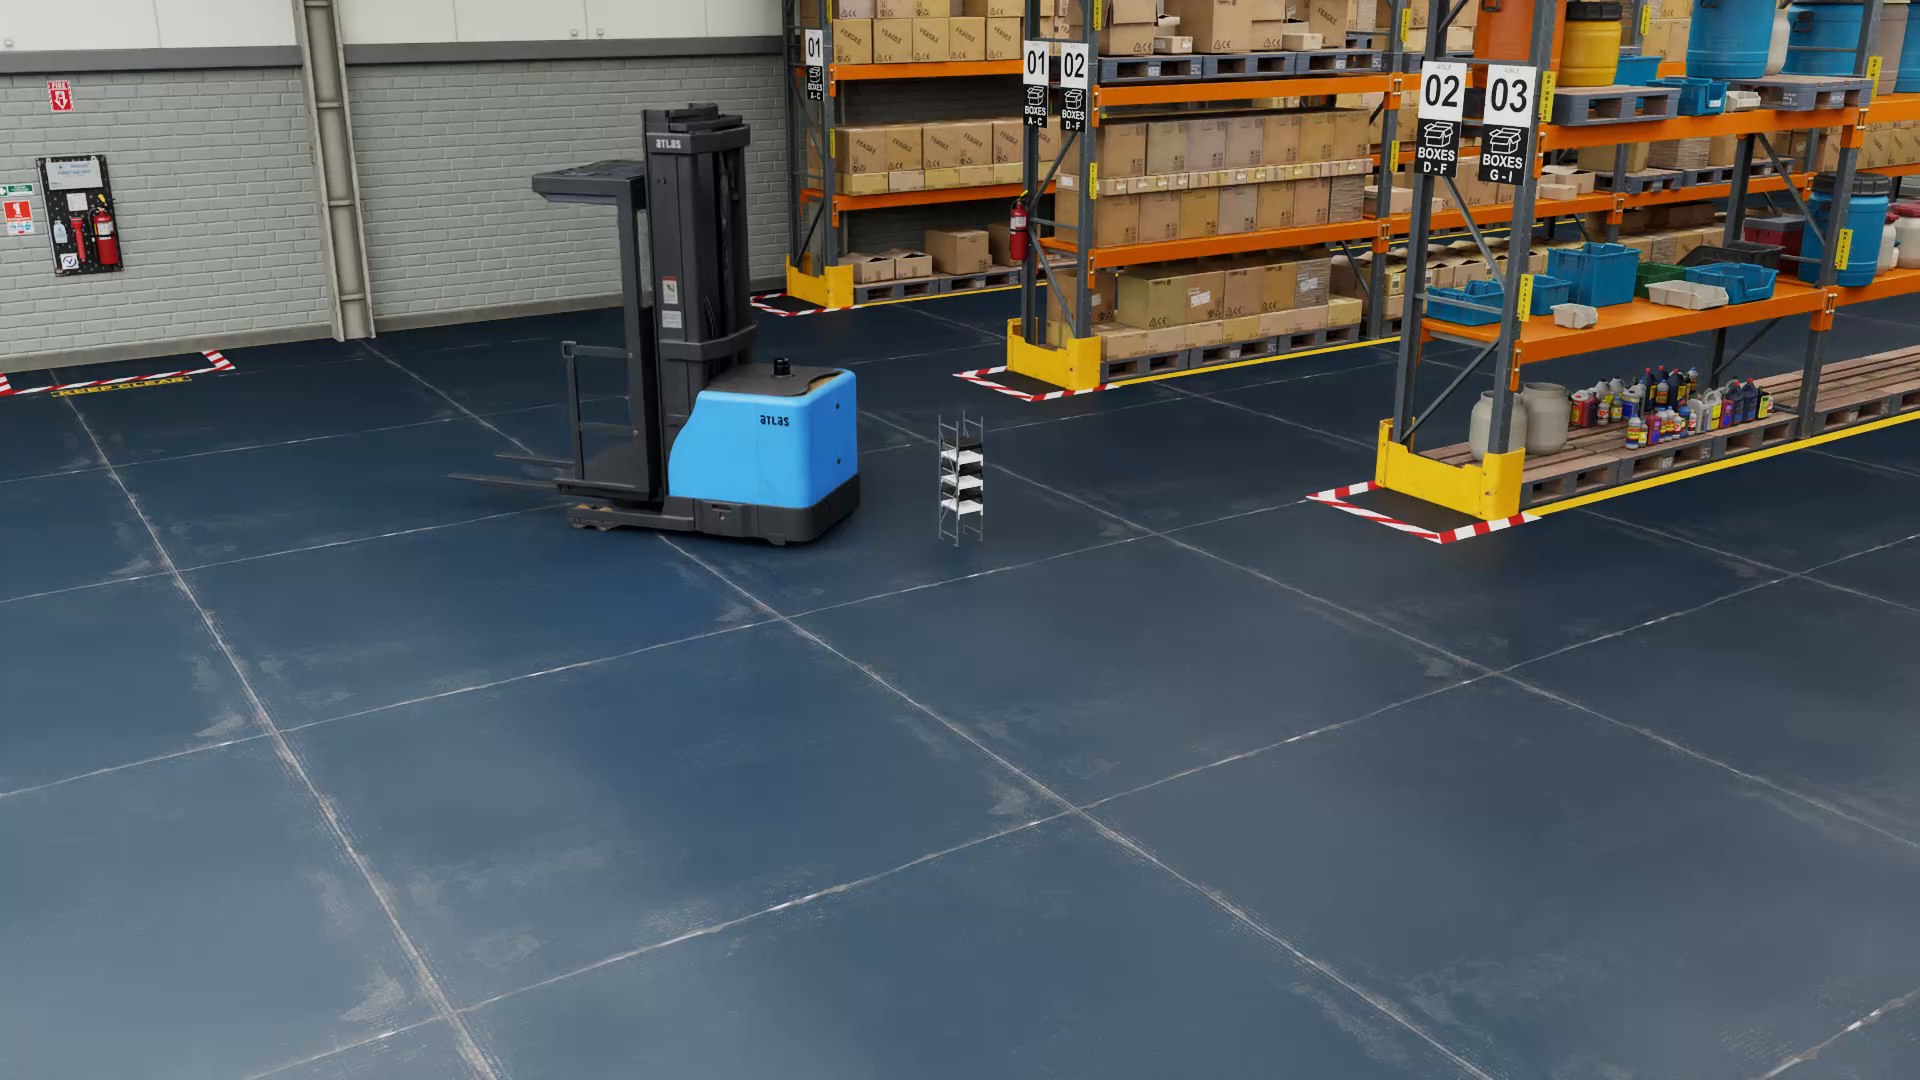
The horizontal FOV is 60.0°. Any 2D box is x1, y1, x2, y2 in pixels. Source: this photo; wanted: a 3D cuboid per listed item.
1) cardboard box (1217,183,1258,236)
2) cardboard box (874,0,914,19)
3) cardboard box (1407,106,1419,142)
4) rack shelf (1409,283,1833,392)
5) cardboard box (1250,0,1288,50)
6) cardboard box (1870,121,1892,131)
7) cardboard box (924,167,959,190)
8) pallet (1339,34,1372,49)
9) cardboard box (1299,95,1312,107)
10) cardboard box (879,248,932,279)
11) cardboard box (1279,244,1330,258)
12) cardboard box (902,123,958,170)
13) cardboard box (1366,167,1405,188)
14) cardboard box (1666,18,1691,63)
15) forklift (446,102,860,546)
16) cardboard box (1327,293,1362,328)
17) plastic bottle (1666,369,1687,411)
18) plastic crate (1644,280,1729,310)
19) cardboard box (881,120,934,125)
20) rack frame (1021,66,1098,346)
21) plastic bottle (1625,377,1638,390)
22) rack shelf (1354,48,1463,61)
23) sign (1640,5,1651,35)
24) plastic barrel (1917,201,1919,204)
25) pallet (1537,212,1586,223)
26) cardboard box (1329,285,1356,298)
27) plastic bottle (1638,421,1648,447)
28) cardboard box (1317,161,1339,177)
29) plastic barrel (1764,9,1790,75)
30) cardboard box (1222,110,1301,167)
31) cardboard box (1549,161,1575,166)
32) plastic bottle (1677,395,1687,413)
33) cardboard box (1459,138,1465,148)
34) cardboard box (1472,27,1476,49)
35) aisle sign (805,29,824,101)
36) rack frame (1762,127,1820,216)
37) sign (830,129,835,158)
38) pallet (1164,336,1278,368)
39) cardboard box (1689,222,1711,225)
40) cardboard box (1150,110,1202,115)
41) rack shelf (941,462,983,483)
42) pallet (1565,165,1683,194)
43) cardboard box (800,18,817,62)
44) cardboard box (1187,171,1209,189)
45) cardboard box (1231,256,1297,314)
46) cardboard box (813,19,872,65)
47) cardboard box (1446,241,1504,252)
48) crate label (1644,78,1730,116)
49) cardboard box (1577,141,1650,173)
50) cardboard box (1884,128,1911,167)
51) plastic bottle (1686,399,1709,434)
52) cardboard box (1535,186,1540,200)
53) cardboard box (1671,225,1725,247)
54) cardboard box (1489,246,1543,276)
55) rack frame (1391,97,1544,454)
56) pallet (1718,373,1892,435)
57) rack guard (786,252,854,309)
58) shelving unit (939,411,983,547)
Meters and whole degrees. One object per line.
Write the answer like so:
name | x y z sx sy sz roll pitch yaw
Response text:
cardboard box | 2.626 -3.439 17.077 0.500 0.500 0.700 -11 22 -30
cardboard box | -0.888 -6.393 19.539 0.500 0.500 0.500 -12 22 -32
cardboard box | 6.726 -6.258 24.921 0.500 0.500 0.500 -11 22 -30
rack shelf | 5.329 -1.725 13.287 4.000 0.370 1.077 -12 22 -31
cardboard box | 2.834 -5.223 16.790 0.637 0.503 0.797 -9 21 -25
cardboard box | 12.368 -5.863 22.687 0.500 0.500 0.500 -13 22 -33
cardboard box | -0.353 -4.486 20.535 0.500 0.250 0.500 -12 22 -32
pallet | 5.400 -7.232 24.064 1.003 0.211 1.213 -11 21 -29
cardboard box | 5.128 -6.475 24.391 0.500 0.250 0.500 -11 22 -30
cardboard box | -0.686 -3.496 20.915 0.500 0.311 0.500 -10 21 -27
cardboard box | 3.719 -2.997 18.394 0.500 0.500 0.500 -12 22 -31
cardboard box | -0.372 -4.835 20.394 0.500 0.500 0.500 -13 22 -33
cardboard box | 6.313 -5.200 25.144 0.750 0.750 0.750 -12 22 -32
cardboard box | 8.391 -6.092 20.242 0.500 0.500 0.910 -12 22 -31
forklift | -2.315 -1.608 11.925 3.031 2.935 1.130 6 20 17
cardboard box | 4.011 -2.500 18.094 0.500 0.250 0.500 -12 22 -31
plastic bottle | 6.177 -1.302 14.362 0.185 0.351 0.144 -12 22 -31
plastic crate | 5.783 -1.940 13.210 0.437 0.136 0.530 -12 22 -31
cardboard box | -0.658 -4.975 20.810 0.500 0.500 0.500 -13 22 -33
rack frame | 0.938 -3.039 16.051 0.127 3.000 1.000 -12 22 -31
plastic bottle | 5.779 -1.257 14.335 0.133 0.283 0.061 -11 21 -29
rack shelf | 6.562 -7.205 24.813 4.000 0.370 1.077 -12 22 -31
sign | 7.918 -6.002 19.200 0.005 0.325 0.100 -12 22 -31
plastic barrel | 8.893 -2.798 15.125 0.433 0.535 0.433 0 19 0
pallet | 9.930 -5.485 27.641 1.213 0.211 1.003 -12 22 -31
cardboard box | 4.465 -2.791 18.954 0.500 0.250 0.500 -12 22 -32
plastic bottle | 5.431 -0.851 13.260 0.097 0.201 0.097 0 19 0
cardboard box | 3.744 -3.903 17.438 0.250 0.149 0.380 -13 22 -33
plastic barrel | 6.532 -4.068 13.580 0.421 0.512 0.421 0 19 0
cardboard box | 3.071 -4.149 17.151 0.500 0.500 0.700 -12 22 -31
cardboard box | 9.980 -6.206 27.651 0.250 0.149 0.380 -12 22 -31
plastic bottle | 5.993 -1.059 13.749 0.133 0.283 0.061 -12 22 -31
cardboard box | 7.478 -6.086 25.424 0.250 0.149 0.380 -12 22 -31
cardboard box | 5.909 -5.613 18.559 0.500 0.250 0.500 -14 23 -36
aisle sign | -1.685 -5.502 19.277 0.004 0.787 0.394 -12 22 -31
rack frame | 10.960 -5.153 22.303 0.127 3.000 1.000 -12 22 -31
sign | -1.491 -4.629 19.401 0.005 0.325 0.100 -12 22 -31
pallet | 2.571 -2.078 17.561 1.213 0.211 1.003 -12 22 -31
cardboard box | 9.561 -3.974 22.033 0.500 0.500 0.500 -12 22 -31
cardboard box | 2.998 -5.625 22.858 0.500 0.500 0.700 -9 21 -24
rack shelf | 0.007 -0.481 11.587 0.200 0.077 0.258 -12 22 -31
pallet | 8.147 -4.496 20.659 1.003 0.211 1.213 -12 22 -31
cardboard box | -1.581 -5.983 19.887 0.500 0.500 0.500 -10 21 -28
cardboard box | 2.245 -3.588 16.504 0.250 0.149 0.380 -13 23 -33
cardboard box | 3.172 -2.681 17.459 0.500 0.500 0.500 -12 22 -31
cardboard box | -1.373 -5.833 19.445 0.500 0.500 0.500 -11 22 -30
cardboard box | 6.159 -3.413 19.918 0.500 0.311 0.500 -13 22 -33
crate label | 5.404 -3.306 12.387 0.408 0.251 0.502 -12 22 -31
cardboard box | 8.083 -4.836 20.553 0.700 0.500 0.500 14 23 35
cardboard box | 12.804 -5.486 23.132 0.500 0.500 0.500 -12 22 -32
plastic bottle | 6.052 -1.028 13.667 0.135 0.276 0.152 -11 22 -30
cardboard box | 6.585 -4.090 19.550 0.250 0.149 0.380 -10 21 -27
cardboard box | 9.445 -3.750 21.371 0.500 0.500 0.500 -13 23 -33
cardboard box | 6.464 -3.271 19.498 0.500 0.311 0.500 -12 22 -32
rack frame | 3.659 -1.714 12.130 0.127 3.000 1.000 -12 22 -31
pallet | 7.634 -1.246 15.101 1.213 0.211 1.003 -12 22 -31
rack guard | -1.726 -3.193 20.408 0.348 0.500 1.175 -12 22 -31
shelving unit | 0.007 -0.428 11.605 0.210 0.900 0.258 -12 22 -31
